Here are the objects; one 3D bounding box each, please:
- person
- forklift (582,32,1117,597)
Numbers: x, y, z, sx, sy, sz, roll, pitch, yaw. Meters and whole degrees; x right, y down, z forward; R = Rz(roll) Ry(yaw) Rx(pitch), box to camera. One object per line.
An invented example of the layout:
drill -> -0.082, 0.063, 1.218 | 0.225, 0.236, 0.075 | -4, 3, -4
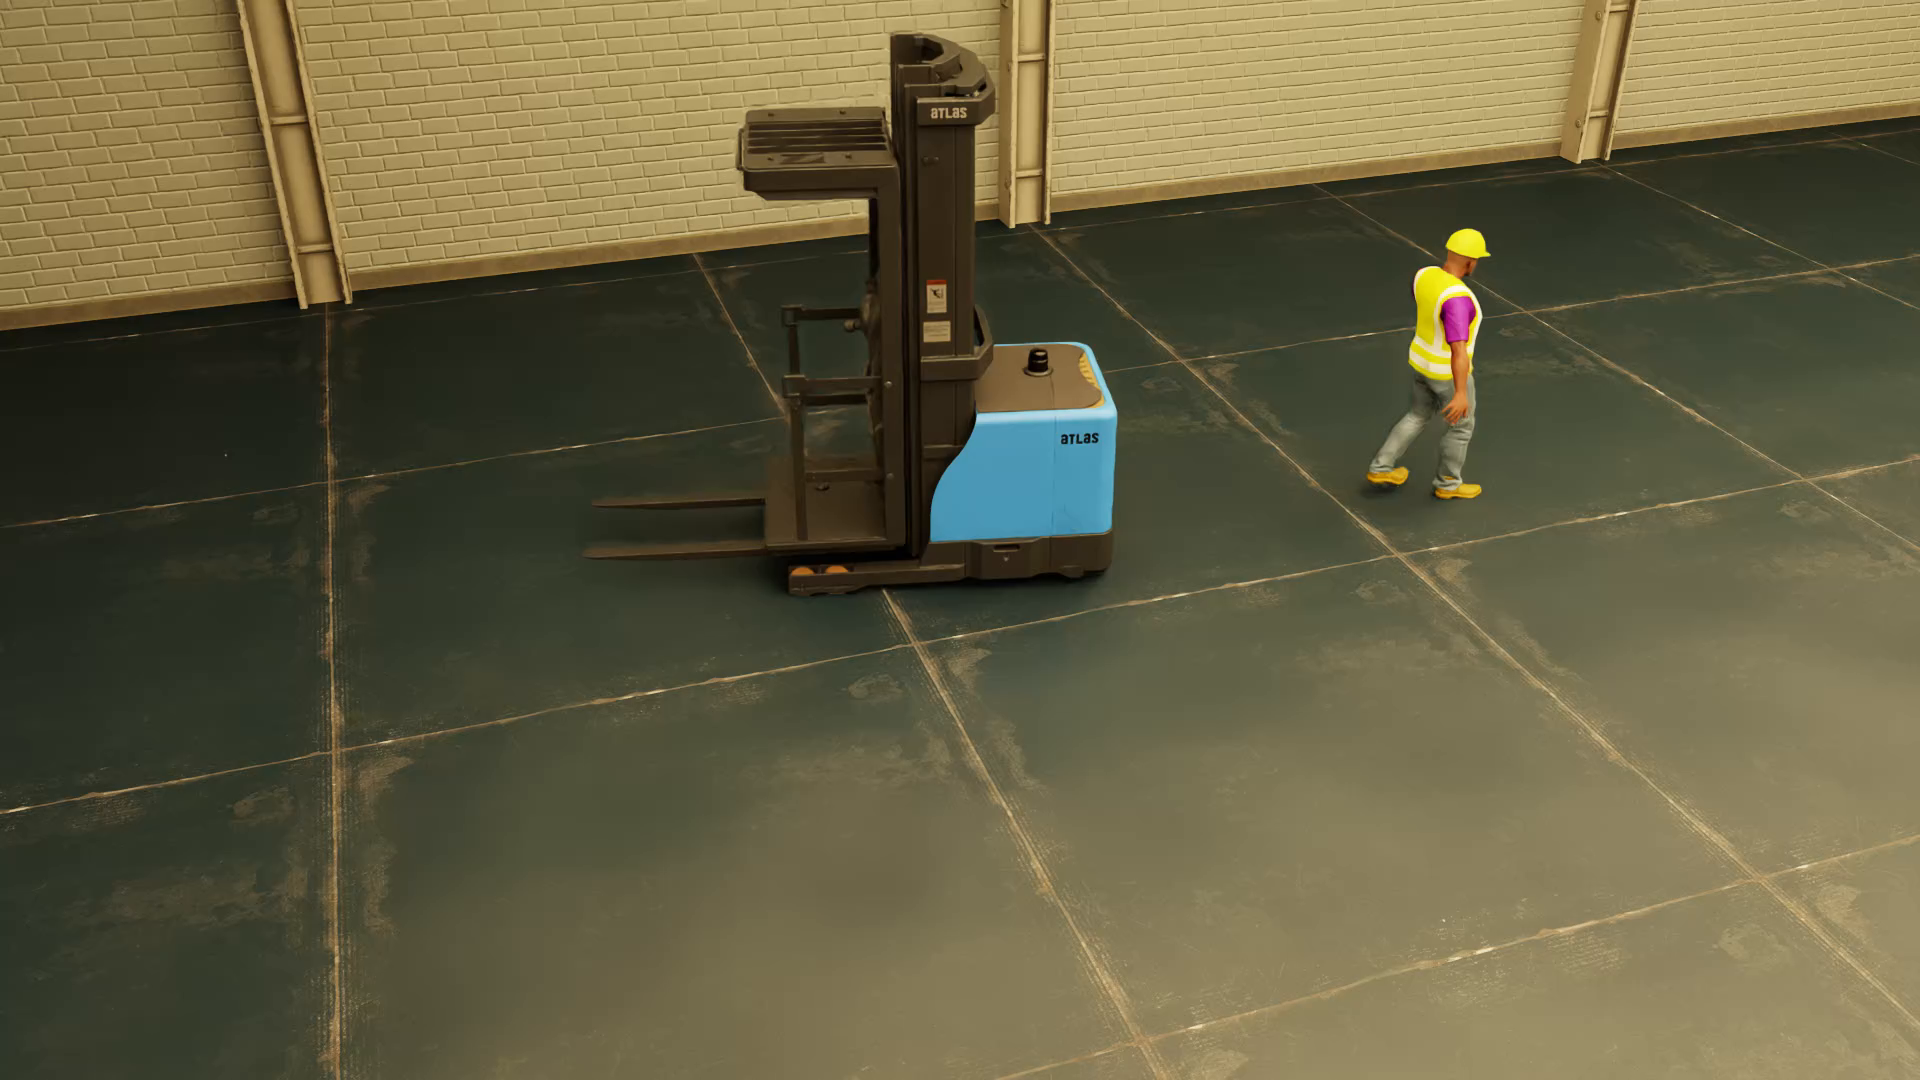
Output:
person -> 2.959, -1.049, 10.106 | 0.739, 1.745, 0.982 | -8, 31, -14
forklift -> -0.668, -1.222, 9.211 | 3.031, 2.935, 1.130 | -3, 30, -5
